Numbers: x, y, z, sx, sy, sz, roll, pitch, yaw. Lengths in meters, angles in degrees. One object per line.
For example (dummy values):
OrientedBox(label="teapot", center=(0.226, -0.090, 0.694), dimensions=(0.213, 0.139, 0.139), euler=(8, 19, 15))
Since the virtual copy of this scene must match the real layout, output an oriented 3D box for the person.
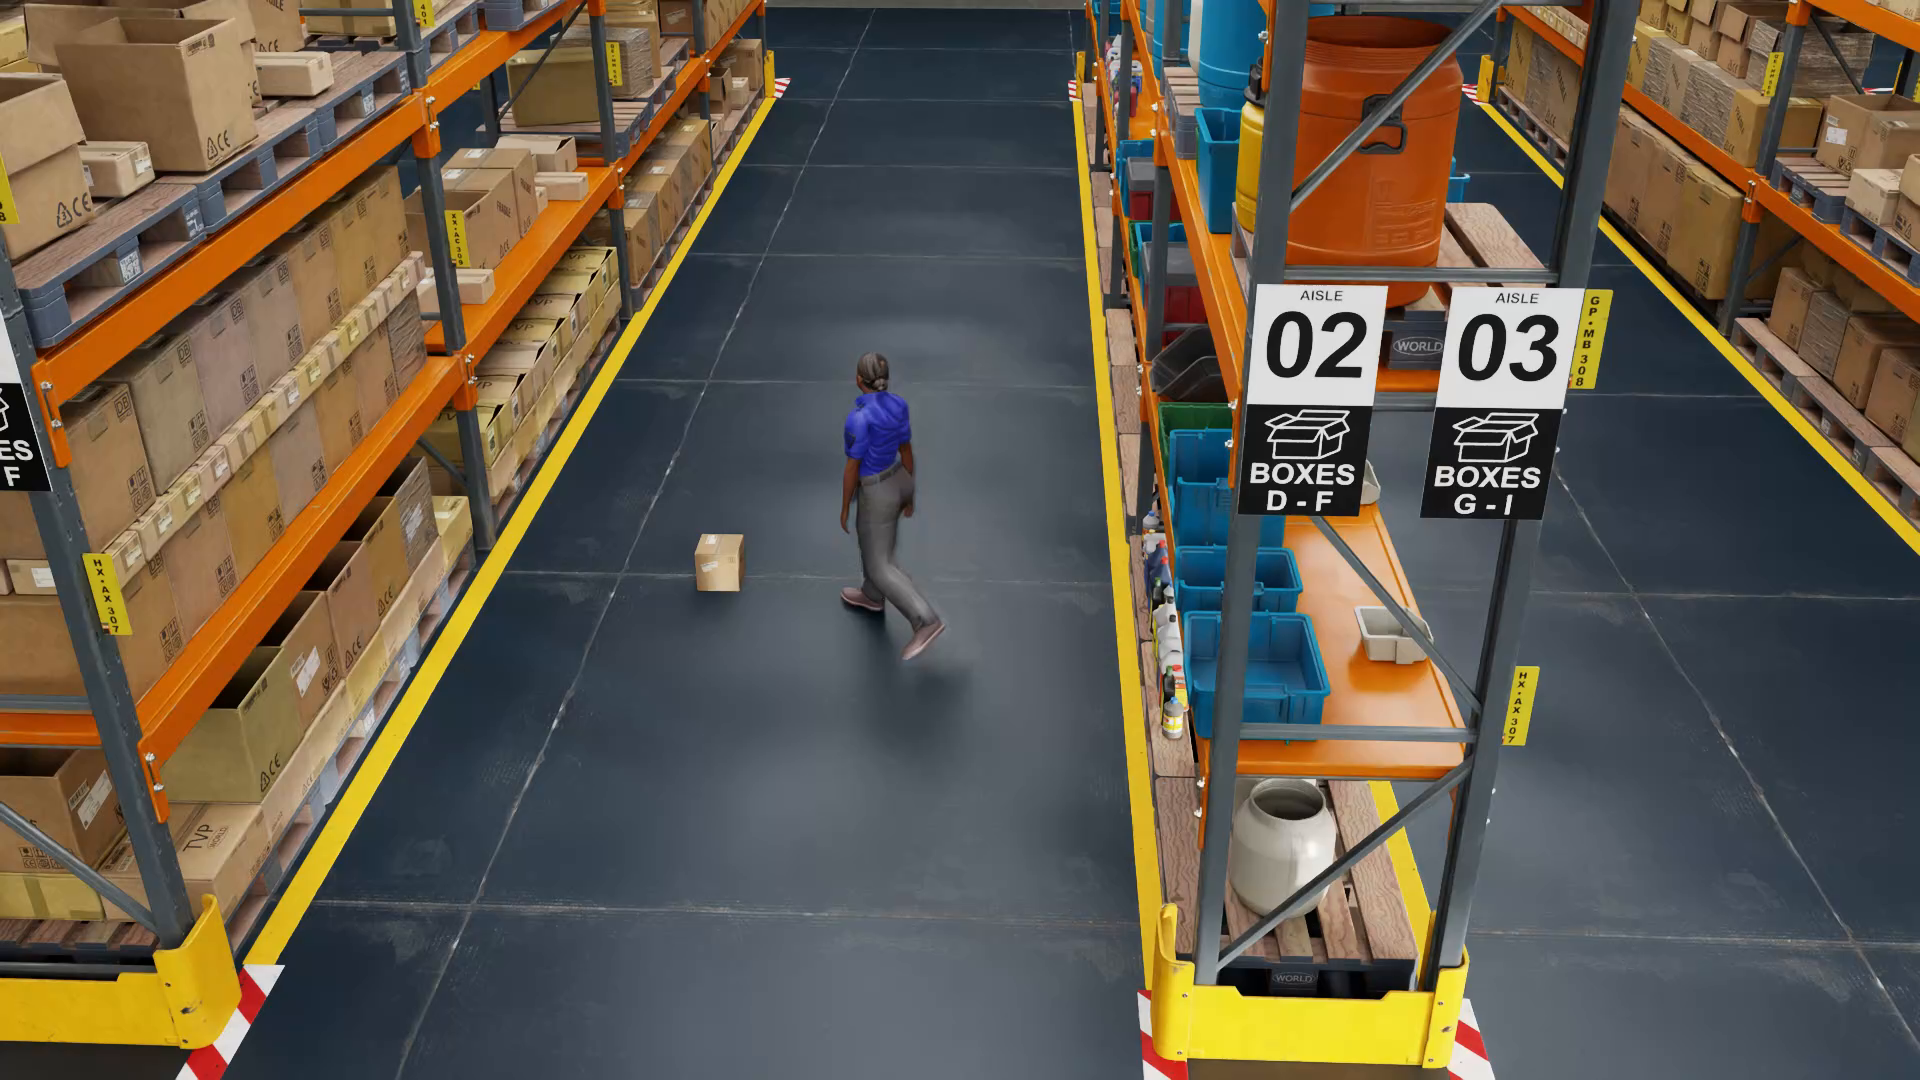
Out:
OrientedBox(label="person", center=(-0.412, -0.202, 9.003), dimensions=(0.868, 1.619, 0.590), euler=(15, 32, 26))
